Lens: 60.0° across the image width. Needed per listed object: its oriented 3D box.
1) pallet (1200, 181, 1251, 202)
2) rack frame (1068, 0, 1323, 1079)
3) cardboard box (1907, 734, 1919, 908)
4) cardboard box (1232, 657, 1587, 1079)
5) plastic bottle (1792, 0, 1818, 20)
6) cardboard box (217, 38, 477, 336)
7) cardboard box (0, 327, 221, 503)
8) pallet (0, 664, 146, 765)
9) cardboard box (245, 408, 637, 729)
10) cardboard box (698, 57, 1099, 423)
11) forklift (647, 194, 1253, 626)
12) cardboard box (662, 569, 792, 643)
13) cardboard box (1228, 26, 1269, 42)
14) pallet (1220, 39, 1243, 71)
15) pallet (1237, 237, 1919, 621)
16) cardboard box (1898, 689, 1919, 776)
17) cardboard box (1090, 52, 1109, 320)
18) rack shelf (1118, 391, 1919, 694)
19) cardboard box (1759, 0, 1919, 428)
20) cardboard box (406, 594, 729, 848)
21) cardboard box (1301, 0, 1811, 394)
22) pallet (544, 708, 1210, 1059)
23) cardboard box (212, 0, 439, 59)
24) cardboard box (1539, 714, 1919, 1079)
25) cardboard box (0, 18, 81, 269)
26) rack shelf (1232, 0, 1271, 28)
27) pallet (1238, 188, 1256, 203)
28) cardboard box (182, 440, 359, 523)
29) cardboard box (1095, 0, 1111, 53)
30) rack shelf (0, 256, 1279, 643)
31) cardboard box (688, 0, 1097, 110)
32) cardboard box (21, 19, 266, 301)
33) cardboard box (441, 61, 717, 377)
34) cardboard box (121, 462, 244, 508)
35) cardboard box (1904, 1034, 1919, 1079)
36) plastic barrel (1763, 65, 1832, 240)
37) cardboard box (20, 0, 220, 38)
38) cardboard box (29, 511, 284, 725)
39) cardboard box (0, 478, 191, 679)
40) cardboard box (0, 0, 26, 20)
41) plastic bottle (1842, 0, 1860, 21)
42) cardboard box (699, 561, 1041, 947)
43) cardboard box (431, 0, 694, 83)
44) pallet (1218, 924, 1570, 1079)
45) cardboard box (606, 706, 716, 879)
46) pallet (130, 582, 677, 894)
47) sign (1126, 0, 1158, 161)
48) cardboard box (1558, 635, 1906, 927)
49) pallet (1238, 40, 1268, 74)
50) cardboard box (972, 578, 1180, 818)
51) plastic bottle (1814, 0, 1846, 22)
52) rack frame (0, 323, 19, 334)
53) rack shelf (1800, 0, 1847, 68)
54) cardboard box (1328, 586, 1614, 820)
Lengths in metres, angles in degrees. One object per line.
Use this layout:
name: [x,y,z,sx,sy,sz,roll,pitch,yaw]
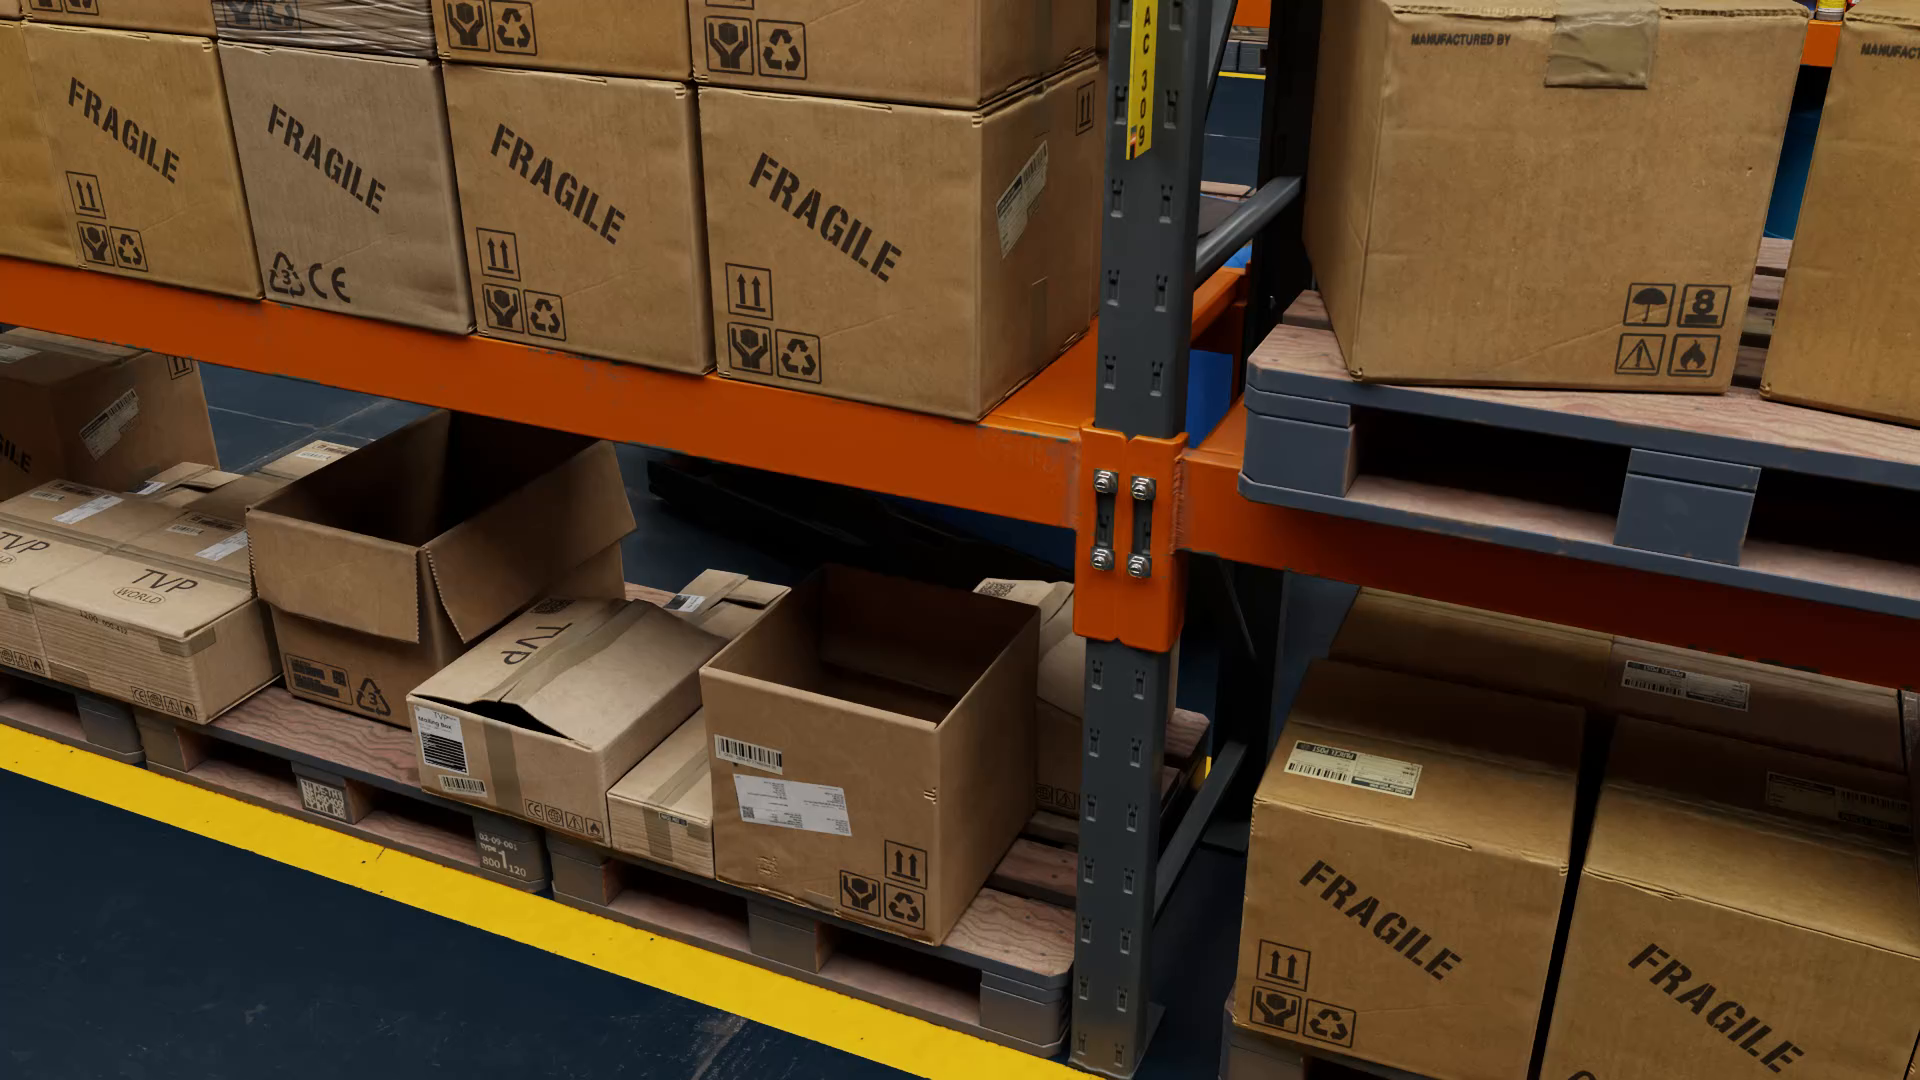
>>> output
pallet: [0.725,-1.605,8.270,1.213,0.211,1.003,11,28,22]
rack frame: [0.471,-0.523,2.917,0.127,3.000,1.000,11,28,22]
cardboard box: [1.721,0.433,2.457,0.500,0.250,0.500,11,28,22]
cardboard box: [0.811,0.587,2.994,0.500,0.500,0.500,10,28,19]
plastic bottle: [3.216,-2.120,6.305,0.097,0.271,0.097,0,26,0]
cardboard box: [-1.028,-0.743,3.251,0.500,0.500,0.500,12,29,23]
cardboard box: [-2.573,-0.330,4.857,0.500,0.500,0.500,11,28,22]
pallet: [-2.375,0.156,4.695,1.213,0.211,1.003,11,28,22]
cardboard box: [-1.241,0.058,4.065,0.637,0.503,0.797,11,28,22]
cardboard box: [-0.090,-0.557,2.871,0.500,0.500,0.500,12,29,23]
forklift: [-0.387,-1.519,5.018,3.031,2.935,1.130,21,33,36]
cardboard box: [-0.613,0.232,4.092,0.250,0.166,0.380,11,28,22]
cardboard box: [2.378,-4.221,12.358,0.875,0.875,0.875,11,28,22]
pallet: [1.694,-3.872,12.875,1.213,0.211,1.003,11,28,22]
pallet: [1.154,-0.247,2.574,1.213,0.211,1.003,11,28,22]
cardboard box: [1.942,0.561,3.046,0.500,0.500,0.500,12,29,22]
cardboard box: [0.120,-0.771,3.307,0.500,0.500,0.500,12,29,23]
rack shelf: [2.292,0.165,2.333,4.000,0.370,1.077,11,28,22]
cardboard box: [1.462,-0.480,2.240,0.500,0.500,0.700,16,31,30]
cardboard box: [-0.847,0.358,3.672,0.500,0.311,0.500,11,28,22]
cardboard box: [0.810,-0.580,2.444,0.500,0.500,0.700,2,26,4]
pallet: [-0.153,0.602,3.789,1.213,0.211,1.003,11,28,22]
cardboard box: [-1.022,-1.190,3.026,0.500,0.500,0.500,12,28,22]
cardboard box: [1.301,0.680,2.805,0.500,0.500,0.500,12,29,23]
cardboard box: [-1.948,-0.927,3.625,0.500,0.500,0.500,11,28,22]
rack shelf: [0.705,-2.557,7.863,4.000,0.370,1.077,11,28,22]
pallet: [1.840,-1.382,7.819,1.213,0.211,1.003,11,28,22]
cardboard box: [-1.721,-0.032,4.535,0.500,0.250,0.500,11,28,22]
cardboard box: [0.159,-1.216,3.079,0.500,0.500,0.500,12,29,23]
rack shelf: [-1.349,-0.566,3.819,4.000,0.370,1.077,11,28,22]
cardboard box: [-0.096,-1.005,2.651,0.500,0.500,0.500,12,28,22]
cardboard box: [-1.493,-0.835,3.438,0.500,0.500,0.500,12,29,22]
cardboard box: [-0.560,-0.650,3.062,0.500,0.500,0.500,12,29,23]
cardboard box: [-2.242,-0.070,4.707,0.250,0.166,0.380,11,28,22]
cardboard box: [1.753,0.774,2.613,0.500,0.500,0.500,12,29,22]
plastic barrel: [3.658,-1.526,6.853,0.708,0.901,0.600,11,28,22]
cardboard box: [-1.480,-1.283,3.214,0.500,0.500,0.500,11,28,21]
cardboard box: [-1.882,0.178,4.108,0.500,0.250,0.500,11,28,22]
cardboard box: [-2.337,0.086,4.294,0.500,0.250,0.500,11,28,22]
cardboard box: [-1.943,-1.375,3.402,0.500,0.500,0.500,12,29,23]
plastic bottle: [3.393,-2.053,6.248,0.097,0.201,0.097,0,26,0]
cardboard box: [-0.165,0.411,3.352,0.500,0.500,0.500,11,28,22]
cardboard box: [-0.564,-1.098,2.839,0.500,0.500,0.500,11,28,21]
pallet: [1.227,0.861,3.262,1.213,0.211,1.003,11,28,22]
cardboard box: [-0.531,0.524,3.520,0.250,0.149,0.380,11,28,22]
pallet: [-1.268,0.379,4.241,1.213,0.211,1.003,11,28,22]
sign: [0.254,-0.692,2.280,0.005,0.325,0.100,11,28,22]
cardboard box: [1.486,0.469,3.233,0.500,0.500,0.500,11,28,22]
pallet: [2.801,-3.648,12.420,1.213,0.211,1.003,11,28,22]
cardboard box: [0.179,0.322,3.747,0.500,0.311,0.500,11,28,22]
plastic bottle: [3.305,-2.071,6.285,0.097,0.201,0.097,0,26,0]
rack frame: [-3.170,-1.255,4.403,0.127,3.000,1.000,11,28,22]
rack shelf: [4.346,-1.826,6.377,4.000,0.370,1.077,11,28,22]
cardboard box: [1.039,0.376,3.423,0.500,0.500,0.500,11,28,22]
